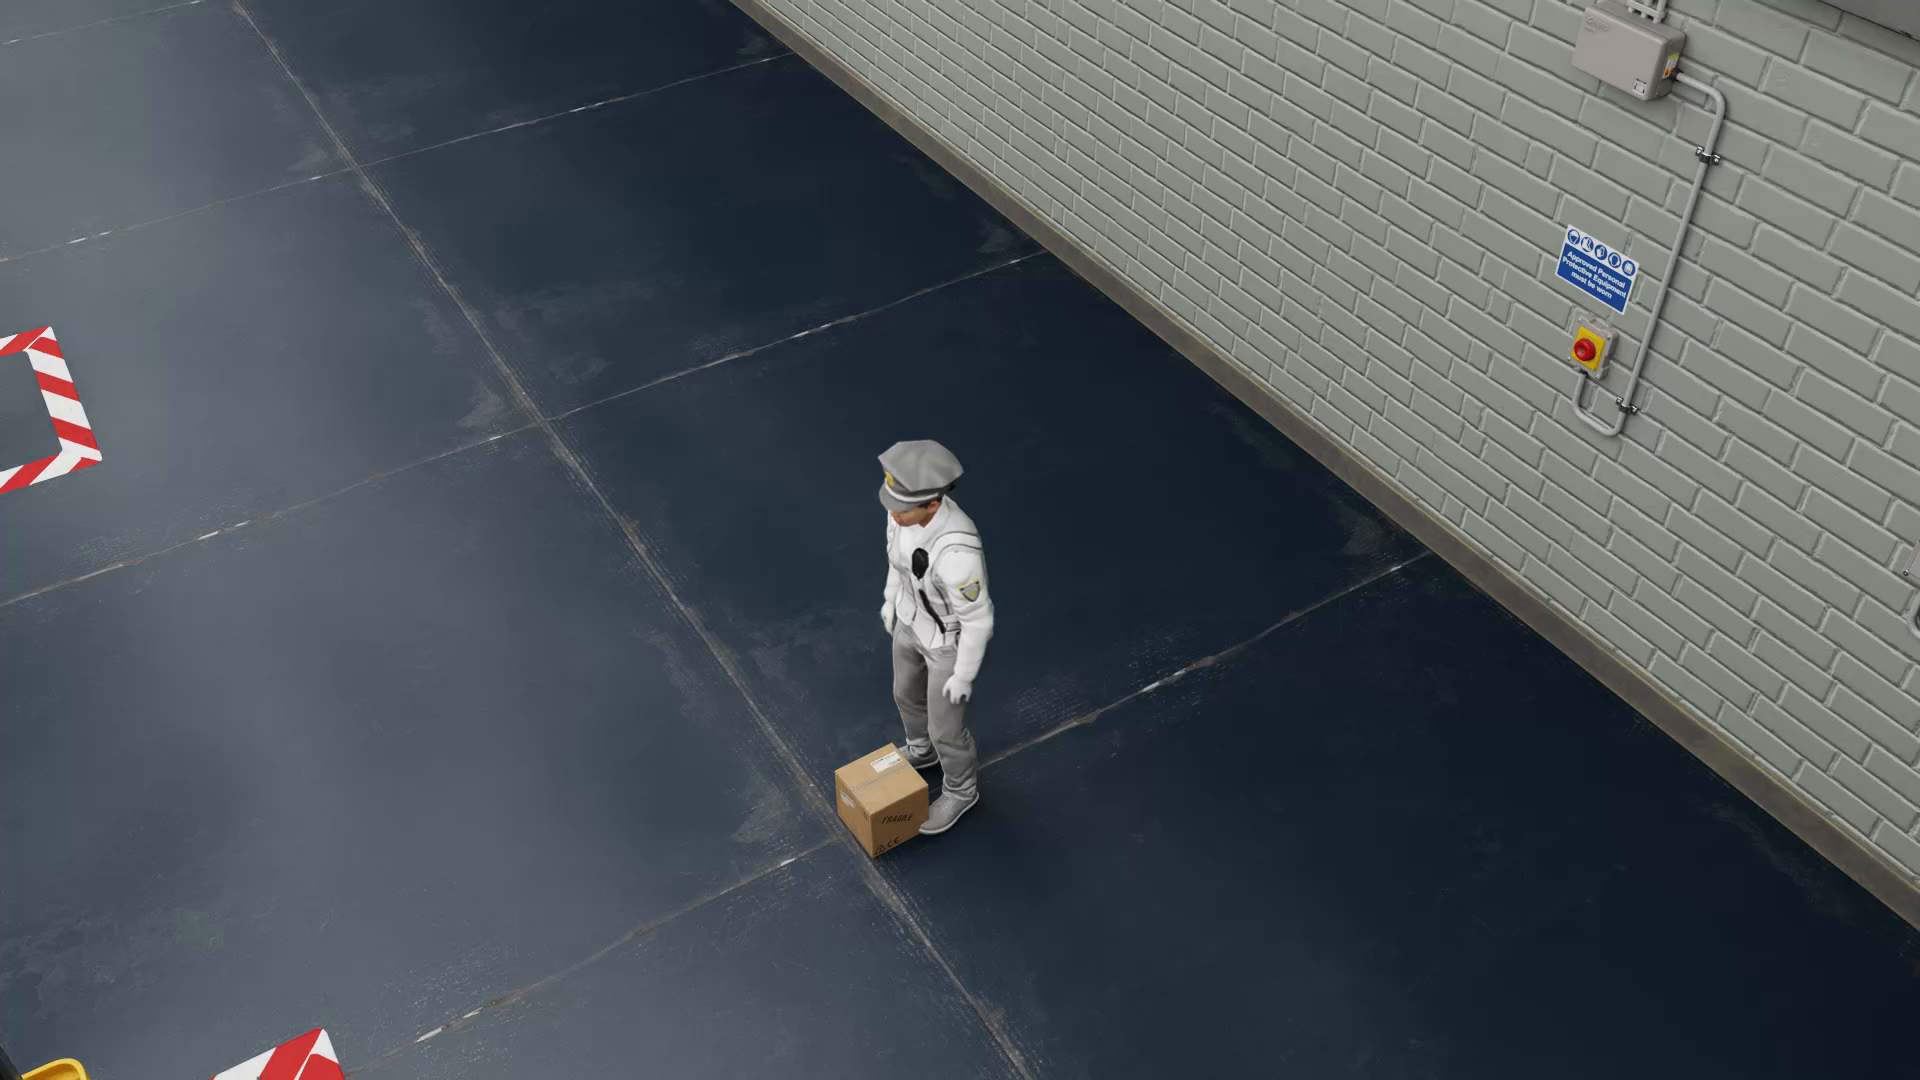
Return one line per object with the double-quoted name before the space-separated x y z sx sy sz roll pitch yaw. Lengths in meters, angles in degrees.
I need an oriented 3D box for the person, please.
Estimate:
"person" -0.092 0.338 5.767 0.377 1.663 0.531 -23 46 -24
